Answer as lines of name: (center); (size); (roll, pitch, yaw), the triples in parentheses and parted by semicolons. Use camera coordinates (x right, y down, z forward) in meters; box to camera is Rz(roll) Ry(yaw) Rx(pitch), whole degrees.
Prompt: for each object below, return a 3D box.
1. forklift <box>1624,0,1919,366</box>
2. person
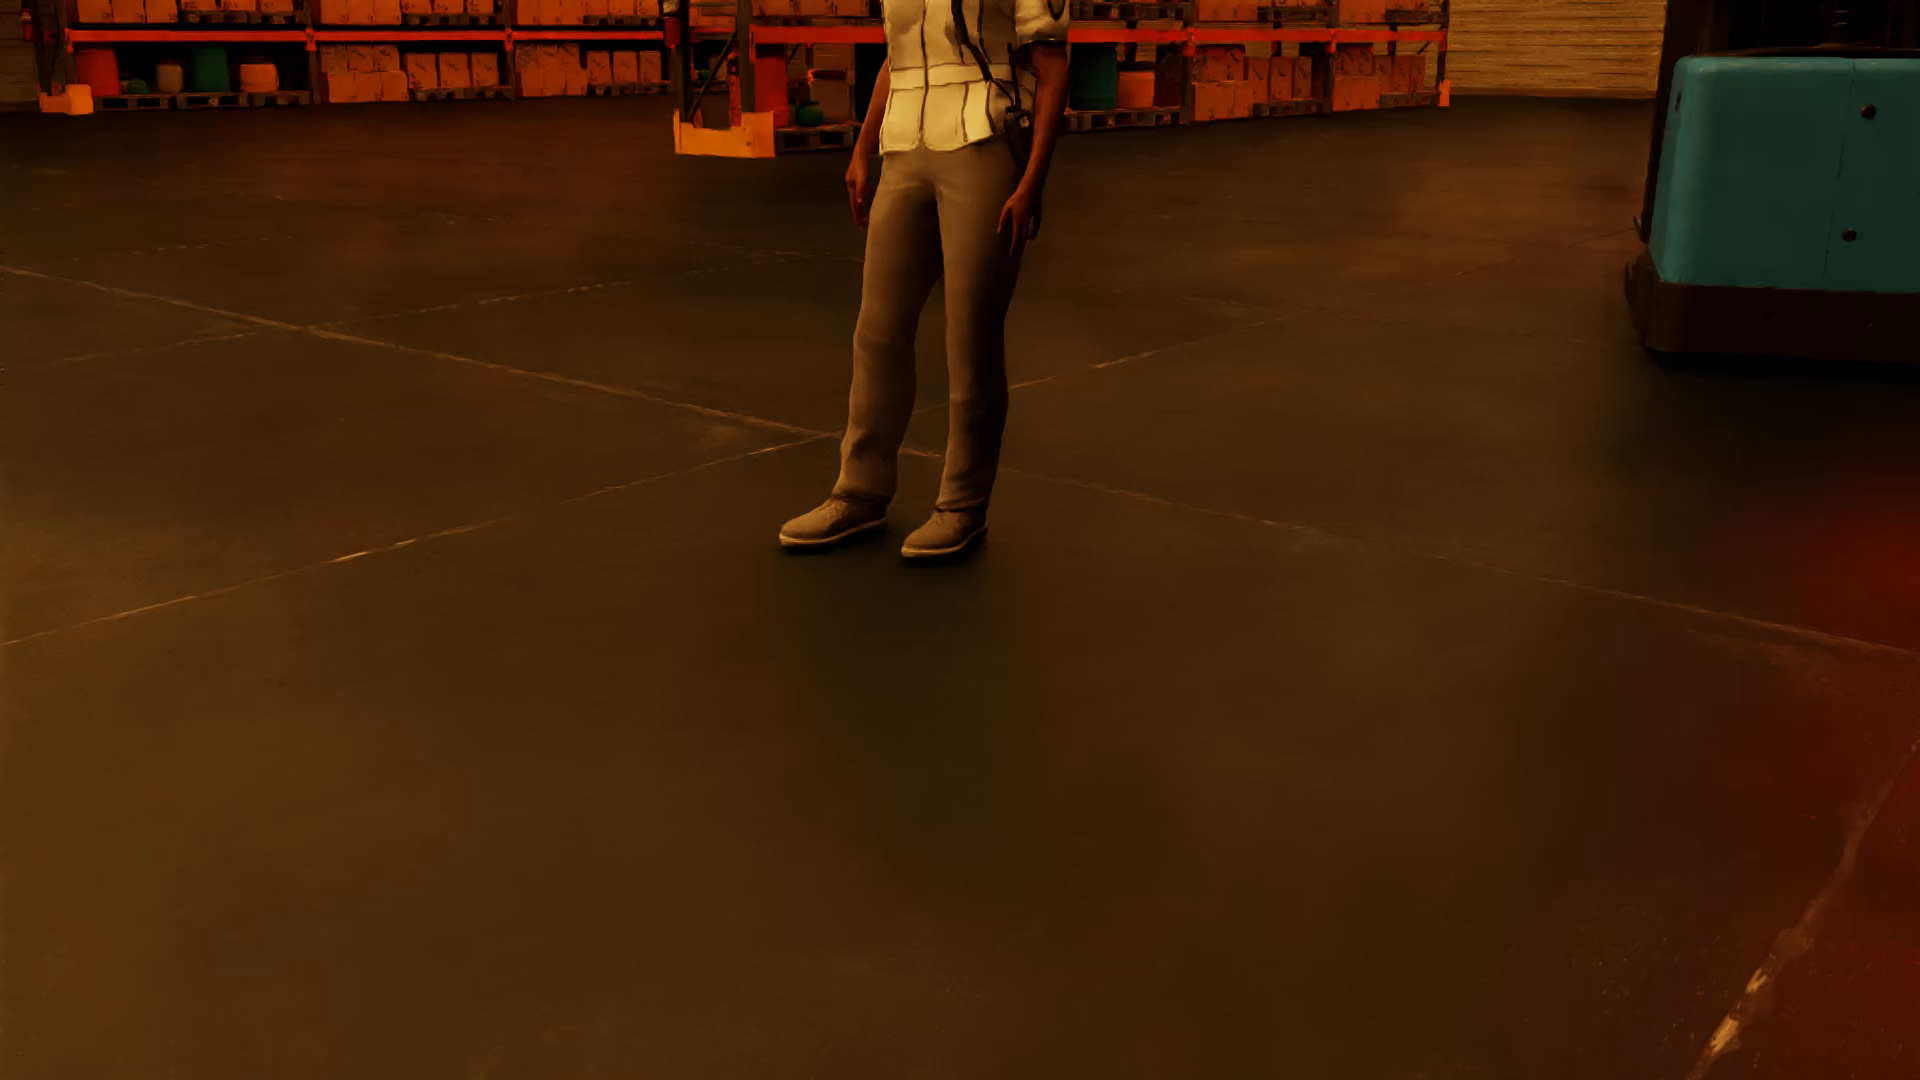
forklift: (3.450, -2.372, 6.709); (1.130, 2.935, 3.031); (6, 18, 19)
person: (-0.063, -0.805, 3.650); (0.570, 1.695, 0.529); (13, 21, 37)
